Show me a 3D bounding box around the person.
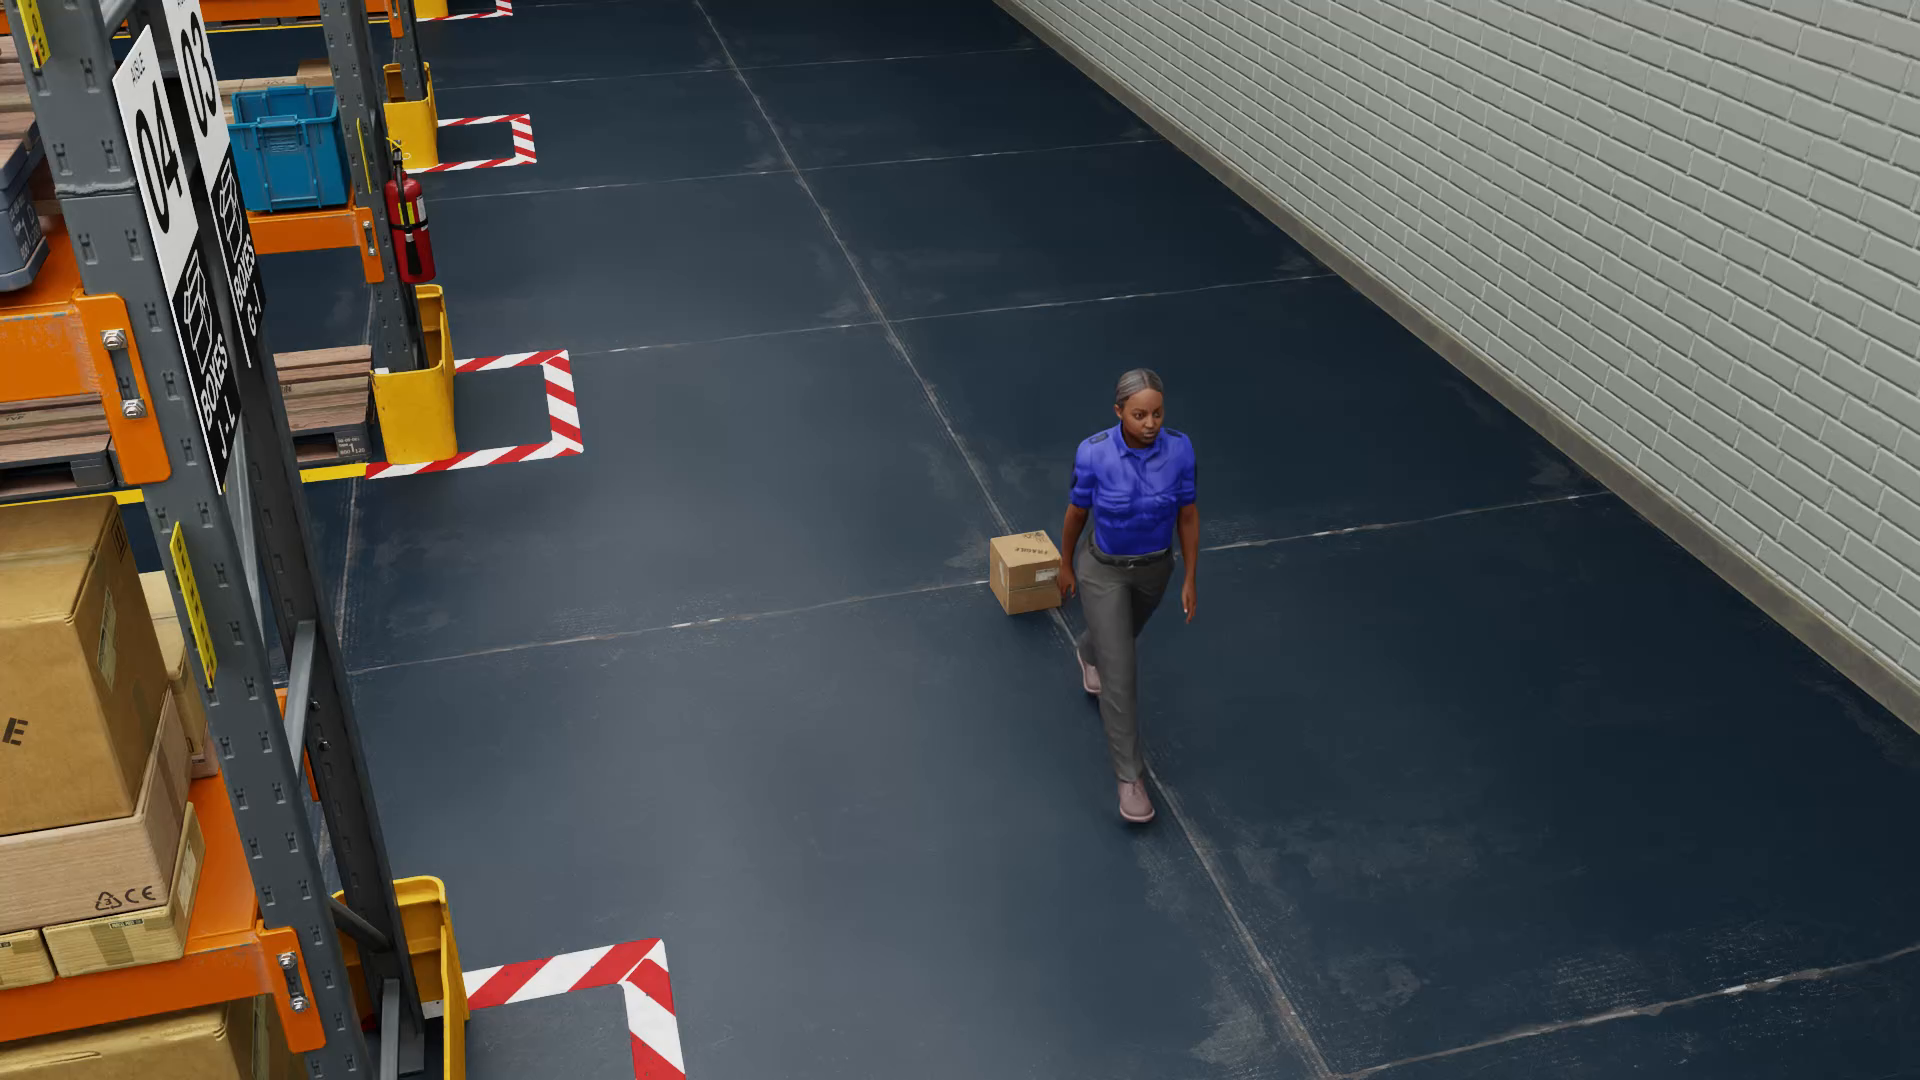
[{"bbox_3d":[0.606,0.098,5.983,0.445,1.598,1.039,-8,31,-14],"label":"person"}]
